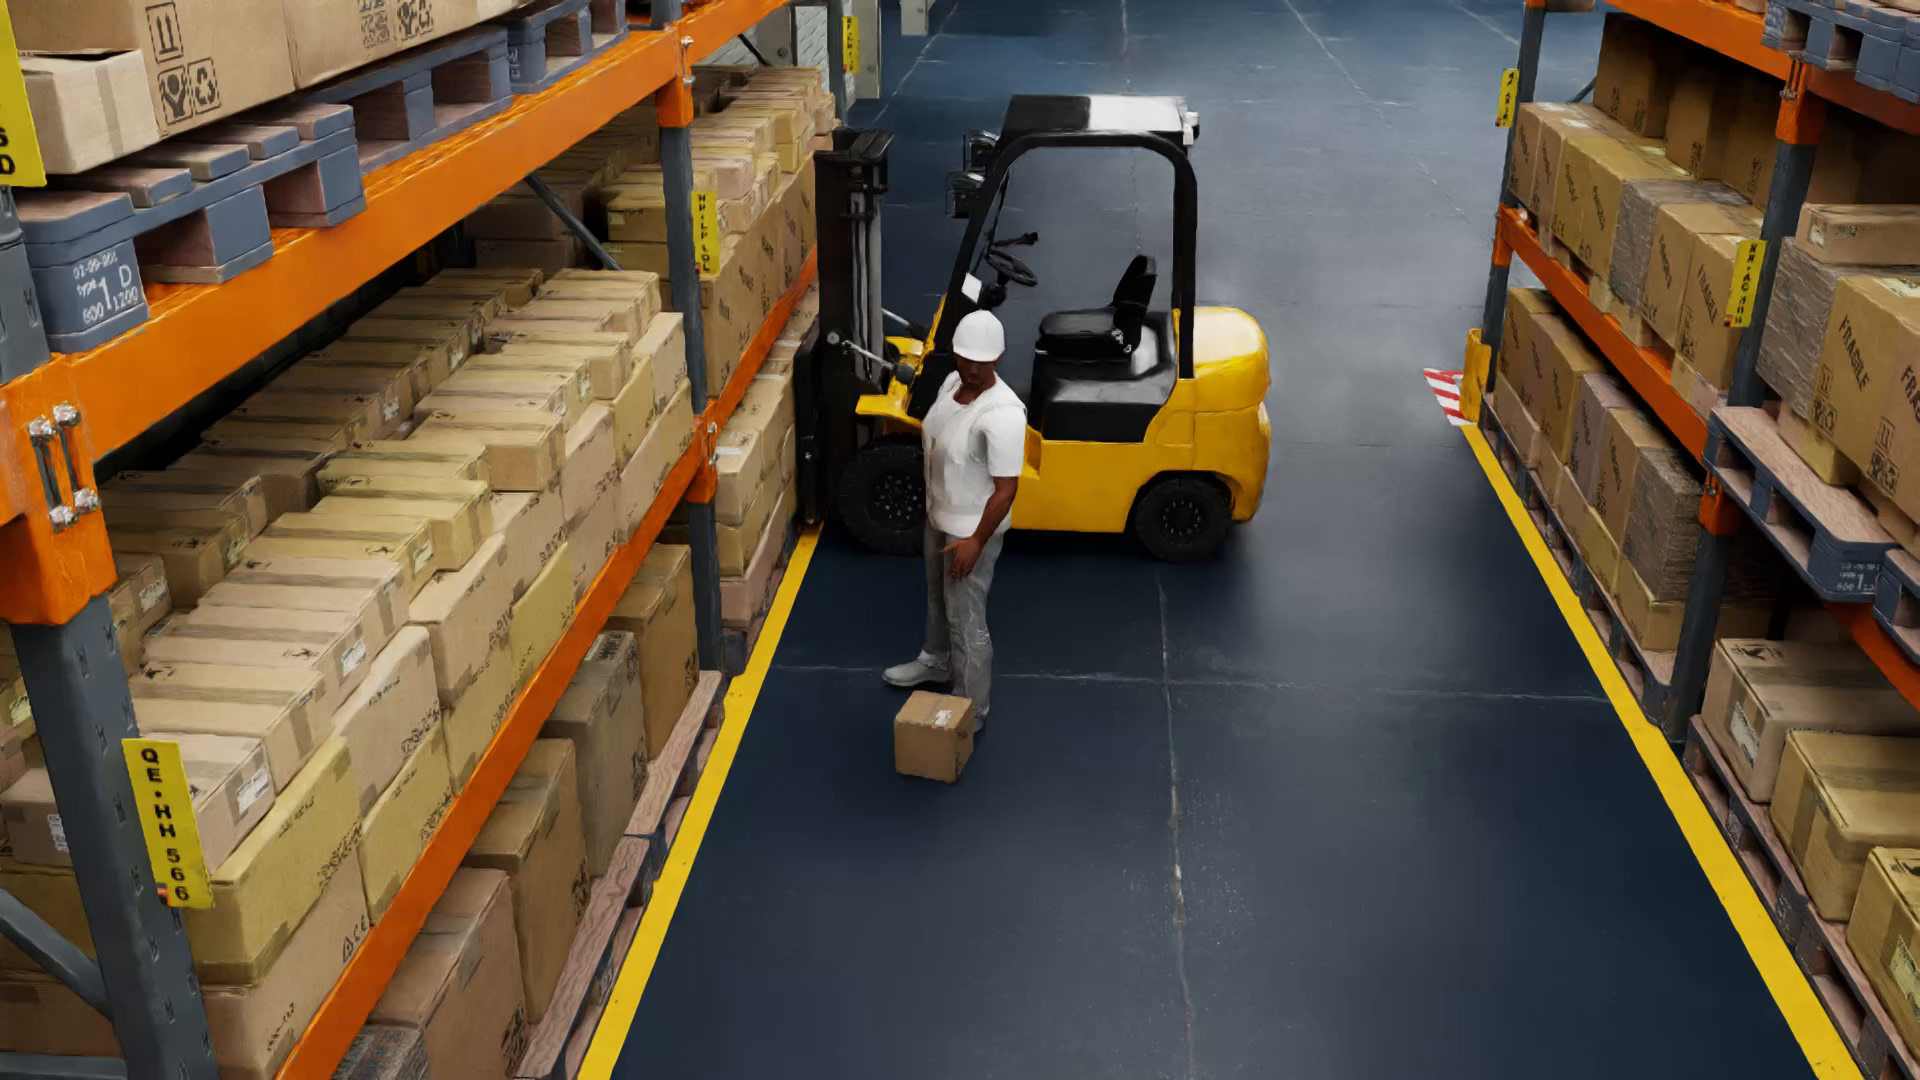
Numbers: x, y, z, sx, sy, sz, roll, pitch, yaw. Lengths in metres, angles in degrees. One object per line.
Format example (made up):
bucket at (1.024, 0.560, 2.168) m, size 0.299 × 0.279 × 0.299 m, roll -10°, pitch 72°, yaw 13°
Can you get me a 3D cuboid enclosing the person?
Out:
person at (-0.029, -0.087, 6.755) m, size 0.476 × 1.774 × 0.666 m, roll -8°, pitch 26°, yaw -17°
